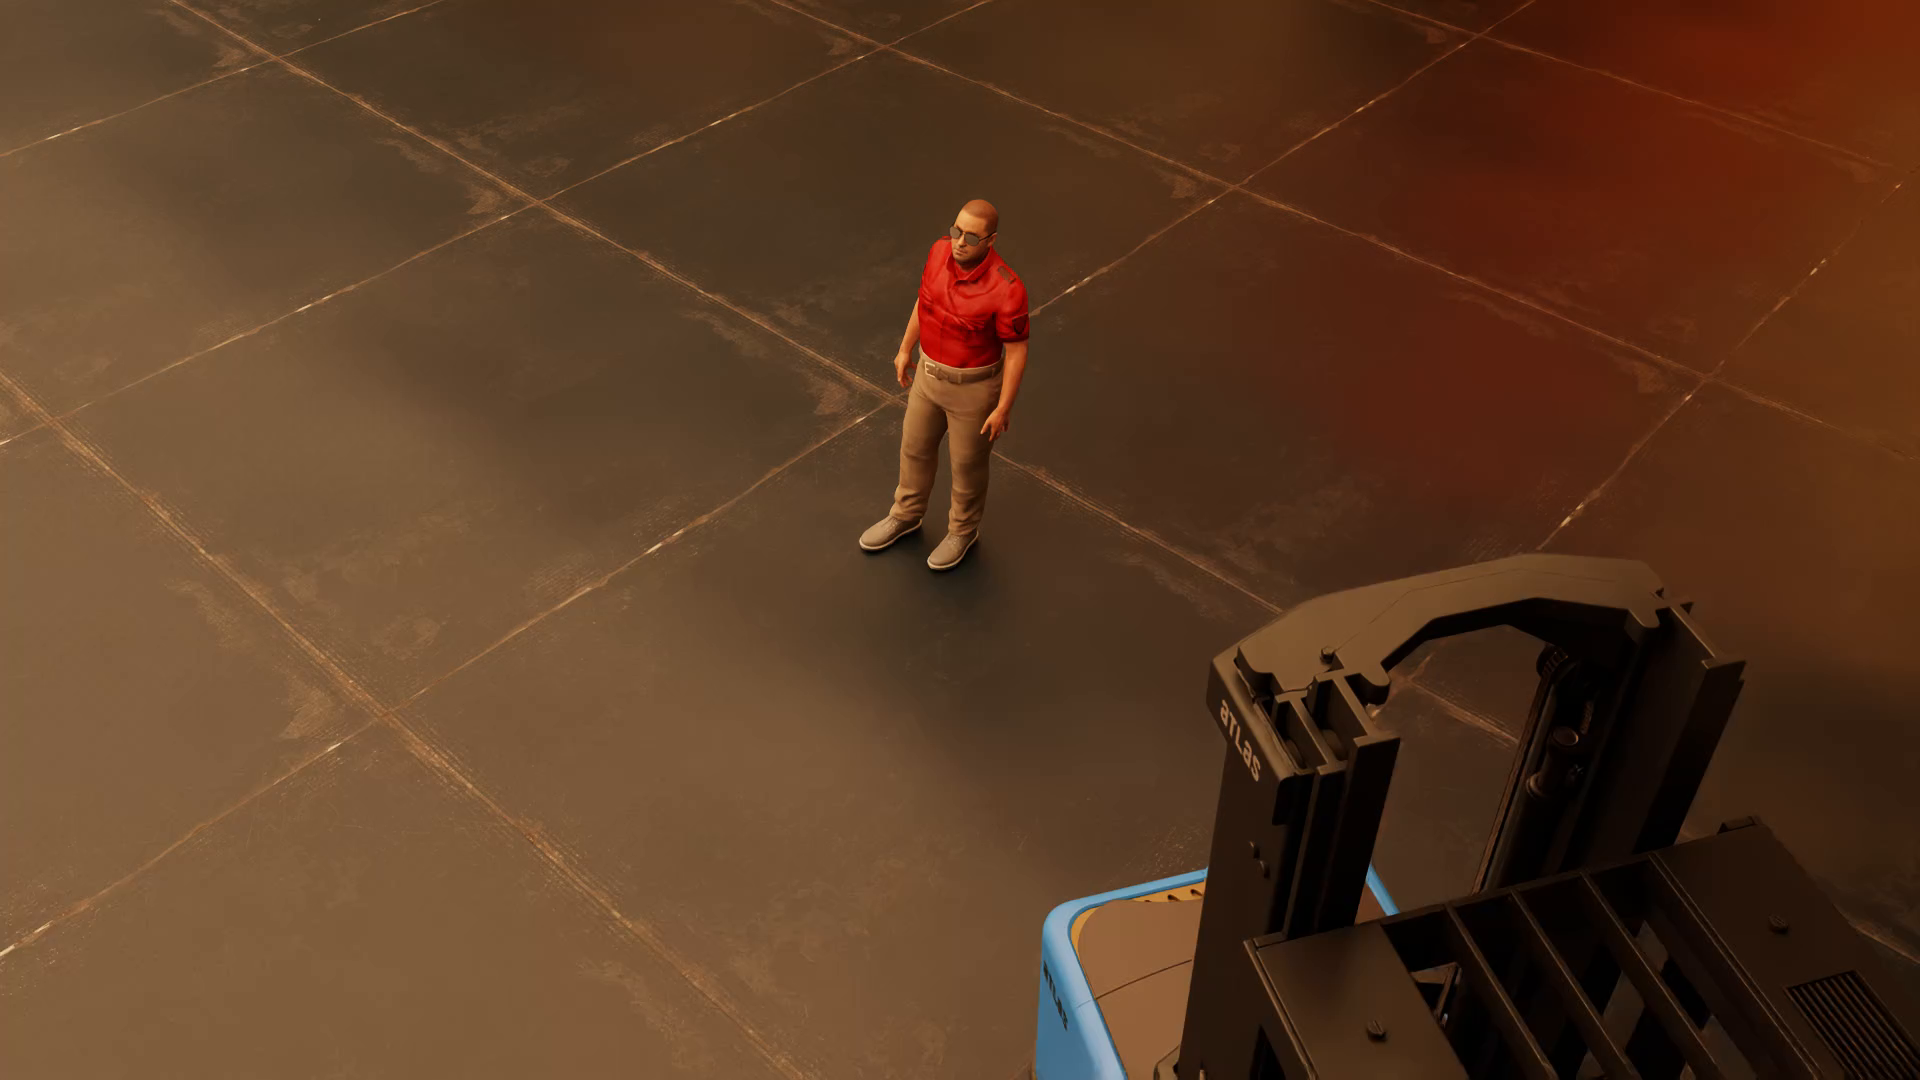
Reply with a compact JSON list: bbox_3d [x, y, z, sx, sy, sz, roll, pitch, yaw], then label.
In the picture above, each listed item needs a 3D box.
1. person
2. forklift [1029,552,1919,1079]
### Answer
[{"bbox_3d":[-0.069,-0.624,7.067,0.642,1.727,0.550,31,49,31],"label":"person"},{"bbox_3d":[1.117,1.599,3.564,1.130,2.935,3.031,-11,42,-12],"label":"forklift"}]
